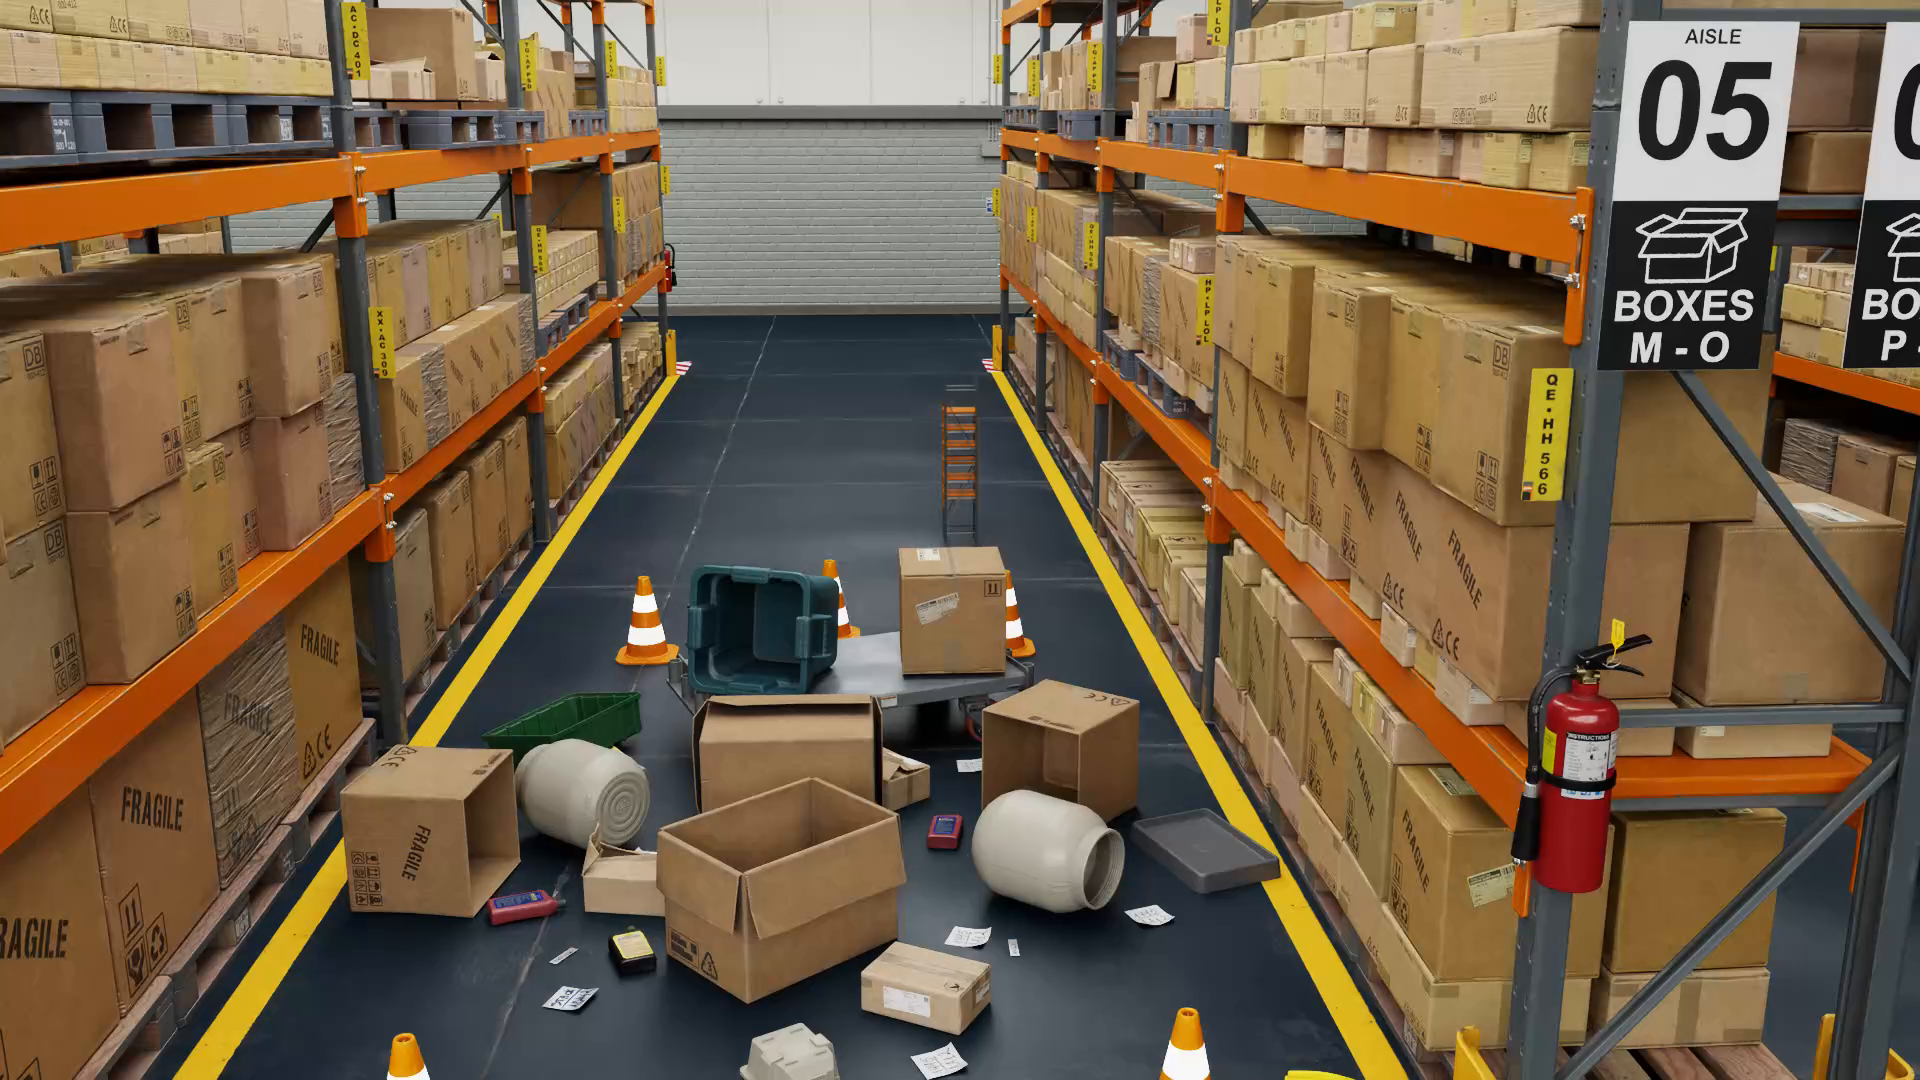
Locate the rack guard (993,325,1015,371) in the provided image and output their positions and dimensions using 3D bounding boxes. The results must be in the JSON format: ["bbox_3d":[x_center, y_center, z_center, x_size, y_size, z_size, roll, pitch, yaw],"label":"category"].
[{"bbox_3d":[0.988,-2.319,20.035,1.175,0.500,0.348,-1,14,-3],"label":"rack guard"}]

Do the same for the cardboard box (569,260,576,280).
[{"bbox_3d":[-3.390,-2.229,13.734,0.380,0.149,0.250,-1,14,-3],"label":"cardboard box"}]

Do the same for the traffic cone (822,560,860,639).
[{"bbox_3d":[-0.757,0.346,9.752,0.336,0.463,0.334,-1,14,-3],"label":"traffic cone"}]

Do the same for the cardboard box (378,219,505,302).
[{"bbox_3d":[-3.432,-1.853,11.001,0.700,0.500,0.500,-1,14,-4],"label":"cardboard box"}]

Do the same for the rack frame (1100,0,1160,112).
[{"bbox_3d":[1.485,-4.439,11.220,1.000,3.000,0.127,-1,14,-3],"label":"rack frame"}]

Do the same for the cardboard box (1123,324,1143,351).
[{"bbox_3d":[1.271,-1.323,10.811,0.380,0.149,0.250,-1,14,-3],"label":"cardboard box"}]

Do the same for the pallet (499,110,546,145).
[{"bbox_3d":[-3.357,-2.634,10.603,1.213,0.211,1.003,0,14,-1],"label":"pallet"}]

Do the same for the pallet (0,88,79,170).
[{"bbox_3d":[-3.010,-1.037,4.193,1.003,0.211,1.213,-1,14,-3],"label":"pallet"}]

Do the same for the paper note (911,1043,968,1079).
[{"bbox_3d":[-0.065,1.690,5.399,0.148,0.019,0.142,-6,16,-23],"label":"paper note"}]

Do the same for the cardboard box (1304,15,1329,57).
[{"bbox_3d":[1.534,-1.916,6.337,0.380,0.149,0.250,-1,14,-5],"label":"cardboard box"}]

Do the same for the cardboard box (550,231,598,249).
[{"bbox_3d":[-3.478,-2.700,14.967,0.380,0.149,0.250,0,14,-1],"label":"cardboard box"}]

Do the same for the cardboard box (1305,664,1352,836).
[{"bbox_3d":[1.611,0.771,6.182,0.500,0.500,0.500,-1,14,-5],"label":"cardboard box"}]

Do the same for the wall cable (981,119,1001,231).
[{"bbox_3d":[0.617,-5.432,25.018,0.585,1.953,0.123,-1,14,-3],"label":"wall cable"}]

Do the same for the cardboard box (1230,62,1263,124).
[{"bbox_3d":[1.487,-1.949,7.267,0.500,0.250,0.500,-1,14,-5],"label":"cardboard box"}]

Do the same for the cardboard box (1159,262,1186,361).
[{"bbox_3d":[1.417,-1.298,9.410,0.500,0.500,0.500,0,14,-2],"label":"cardboard box"}]

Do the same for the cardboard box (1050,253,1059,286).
[{"bbox_3d":[1.048,-2.329,14.356,0.500,0.250,0.500,-1,14,-3],"label":"cardboard box"}]

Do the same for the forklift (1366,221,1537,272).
[{"bbox_3d":[3.153,-1.135,10.556,1.130,2.935,3.031,-1,14,-3],"label":"forklift"}]

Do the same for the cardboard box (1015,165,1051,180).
[{"bbox_3d":[0.789,-3.891,17.621,0.380,0.149,0.250,-1,14,-5],"label":"cardboard box"}]

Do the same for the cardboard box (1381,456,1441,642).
[{"bbox_3d":[1.645,0.008,5.177,0.500,0.500,0.500,-1,14,-3],"label":"cardboard box"}]

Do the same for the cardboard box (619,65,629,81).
[{"bbox_3d":[-3.507,-4.646,16.541,0.380,0.149,0.250,0,14,-1],"label":"cardboard box"}]

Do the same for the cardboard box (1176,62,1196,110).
[{"bbox_3d":[1.495,-2.518,9.232,0.500,0.250,0.500,-1,14,-3],"label":"cardboard box"}]

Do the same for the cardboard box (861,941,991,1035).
[{"bbox_3d":[-0.117,1.542,5.735,0.380,0.149,0.250,7,16,26],"label":"cardboard box"}]

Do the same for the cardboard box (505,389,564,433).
[{"bbox_3d":[-3.250,-0.963,12.419,0.500,0.250,0.500,-2,15,-6],"label":"cardboard box"}]

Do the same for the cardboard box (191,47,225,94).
[{"bbox_3d":[-2.779,-1.618,5.735,0.380,0.149,0.250,-1,14,-4],"label":"cardboard box"}]

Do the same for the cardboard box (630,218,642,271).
[{"bbox_3d":[-3.509,-2.995,16.850,0.500,0.500,0.500,-1,14,-5],"label":"cardboard box"}]

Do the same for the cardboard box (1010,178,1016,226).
[{"bbox_3d":[0.813,-3.676,18.086,0.500,0.500,0.500,-1,14,-4],"label":"cardboard box"}]

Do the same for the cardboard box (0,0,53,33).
[{"bbox_3d":[-2.760,-1.469,4.355,0.500,0.250,0.500,-1,14,-4],"label":"cardboard box"}]

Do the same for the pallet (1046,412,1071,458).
[{"bbox_3d":[1.360,-0.987,15.440,1.003,0.211,1.213,-1,14,-3],"label":"pallet"}]

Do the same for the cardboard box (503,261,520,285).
[{"bbox_3d":[-3.285,-1.921,11.940,0.380,0.149,0.250,-1,14,-3],"label":"cardboard box"}]

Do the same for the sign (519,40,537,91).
[{"bbox_3d":[-2.895,-3.180,11.150,0.100,0.325,0.005,-1,14,-3],"label":"sign"}]

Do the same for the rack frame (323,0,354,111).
[{"bbox_3d":[-3.202,-3.343,6.958,1.000,3.000,0.127,-1,14,-3],"label":"rack frame"}]

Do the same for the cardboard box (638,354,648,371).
[{"bbox_3d":[-3.506,-1.872,17.563,0.380,0.149,0.250,-1,14,-3],"label":"cardboard box"}]

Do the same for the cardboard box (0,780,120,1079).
[{"bbox_3d":[-3.062,1.216,4.704,0.875,0.875,0.875,-1,14,-3],"label":"cardboard box"}]

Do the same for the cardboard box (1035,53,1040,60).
[{"bbox_3d":[1.121,-4.618,16.684,0.797,0.503,0.637,0,14,1],"label":"cardboard box"}]

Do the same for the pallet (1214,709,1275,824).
[{"bbox_3d":[1.810,0.978,7.801,1.003,0.211,1.213,-1,14,-3],"label":"pallet"}]

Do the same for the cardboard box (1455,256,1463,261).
[{"bbox_3d":[5.720,-3.072,18.450,0.380,0.149,0.250,-1,14,-5],"label":"cardboard box"}]

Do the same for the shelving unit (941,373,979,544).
[{"bbox_3d":[0.001,-0.577,11.863,0.258,1.200,0.189,-1,14,-3],"label":"shelving unit"}]

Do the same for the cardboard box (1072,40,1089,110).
[{"bbox_3d":[1.234,-3.481,12.474,0.700,0.500,0.500,-2,15,-6],"label":"cardboard box"}]

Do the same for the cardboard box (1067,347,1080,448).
[{"bbox_3d":[1.419,-1.325,14.579,0.875,0.875,0.875,0,14,-2],"label":"cardboard box"}]

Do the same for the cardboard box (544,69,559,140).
[{"bbox_3d":[-3.257,-3.204,12.237,0.500,0.500,0.500,-1,14,-3],"label":"cardboard box"}]

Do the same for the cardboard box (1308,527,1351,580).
[{"bbox_3d":[1.546,0.047,6.329,0.380,0.149,0.250,-1,14,-4],"label":"cardboard box"}]

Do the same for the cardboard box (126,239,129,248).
[{"bbox_3d":[-8.488,-3.185,16.584,0.500,0.500,0.500,-1,14,-5],"label":"cardboard box"}]

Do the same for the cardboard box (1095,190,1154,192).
[{"bbox_3d":[1.515,-2.954,15.280,0.500,0.500,0.500,0,14,-2],"label":"cardboard box"}]

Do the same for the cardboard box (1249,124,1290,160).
[{"bbox_3d":[1.465,-1.722,7.186,0.380,0.149,0.250,-1,14,-3],"label":"cardboard box"}]

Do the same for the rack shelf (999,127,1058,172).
[{"bbox_3d":[1.113,-4.130,17.483,1.077,0.370,4.000,-1,14,-3],"label":"rack shelf"}]

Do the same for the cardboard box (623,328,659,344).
[{"bbox_3d":[-3.558,-2.279,18.548,0.380,0.149,0.250,-1,14,-5],"label":"cardboard box"}]

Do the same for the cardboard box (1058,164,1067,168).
[{"bbox_3d":[1.271,-4.029,18.156,0.380,0.149,0.250,-1,14,-4],"label":"cardboard box"}]

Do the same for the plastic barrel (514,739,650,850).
[{"bbox_3d":[-1.600,1.069,7.023,0.512,0.421,0.421,10,18,35],"label":"plastic barrel"}]

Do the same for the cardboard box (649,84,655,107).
[{"bbox_3d":[-3.663,-4.933,18.458,0.500,0.250,0.500,-1,14,-5],"label":"cardboard box"}]

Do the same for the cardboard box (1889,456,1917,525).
[{"bbox_3d":[6.554,-0.179,10.626,0.875,0.625,0.625,-1,15,-6],"label":"cardboard box"}]

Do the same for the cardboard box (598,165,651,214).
[{"bbox_3d":[-3.596,-3.733,17.712,0.500,0.500,0.500,0,14,-1],"label":"cardboard box"}]

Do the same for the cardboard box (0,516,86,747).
[{"bbox_3d":[-3.078,0.257,4.707,0.875,0.550,0.550,-1,14,-3],"label":"cardboard box"}]

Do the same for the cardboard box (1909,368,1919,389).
[{"bbox_3d":[6.318,-1.042,10.358,0.500,0.250,0.500,0,14,-2],"label":"cardboard box"}]

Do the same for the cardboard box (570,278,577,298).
[{"bbox_3d":[-3.391,-2.089,13.787,0.380,0.149,0.250,0,14,-1],"label":"cardboard box"}]
